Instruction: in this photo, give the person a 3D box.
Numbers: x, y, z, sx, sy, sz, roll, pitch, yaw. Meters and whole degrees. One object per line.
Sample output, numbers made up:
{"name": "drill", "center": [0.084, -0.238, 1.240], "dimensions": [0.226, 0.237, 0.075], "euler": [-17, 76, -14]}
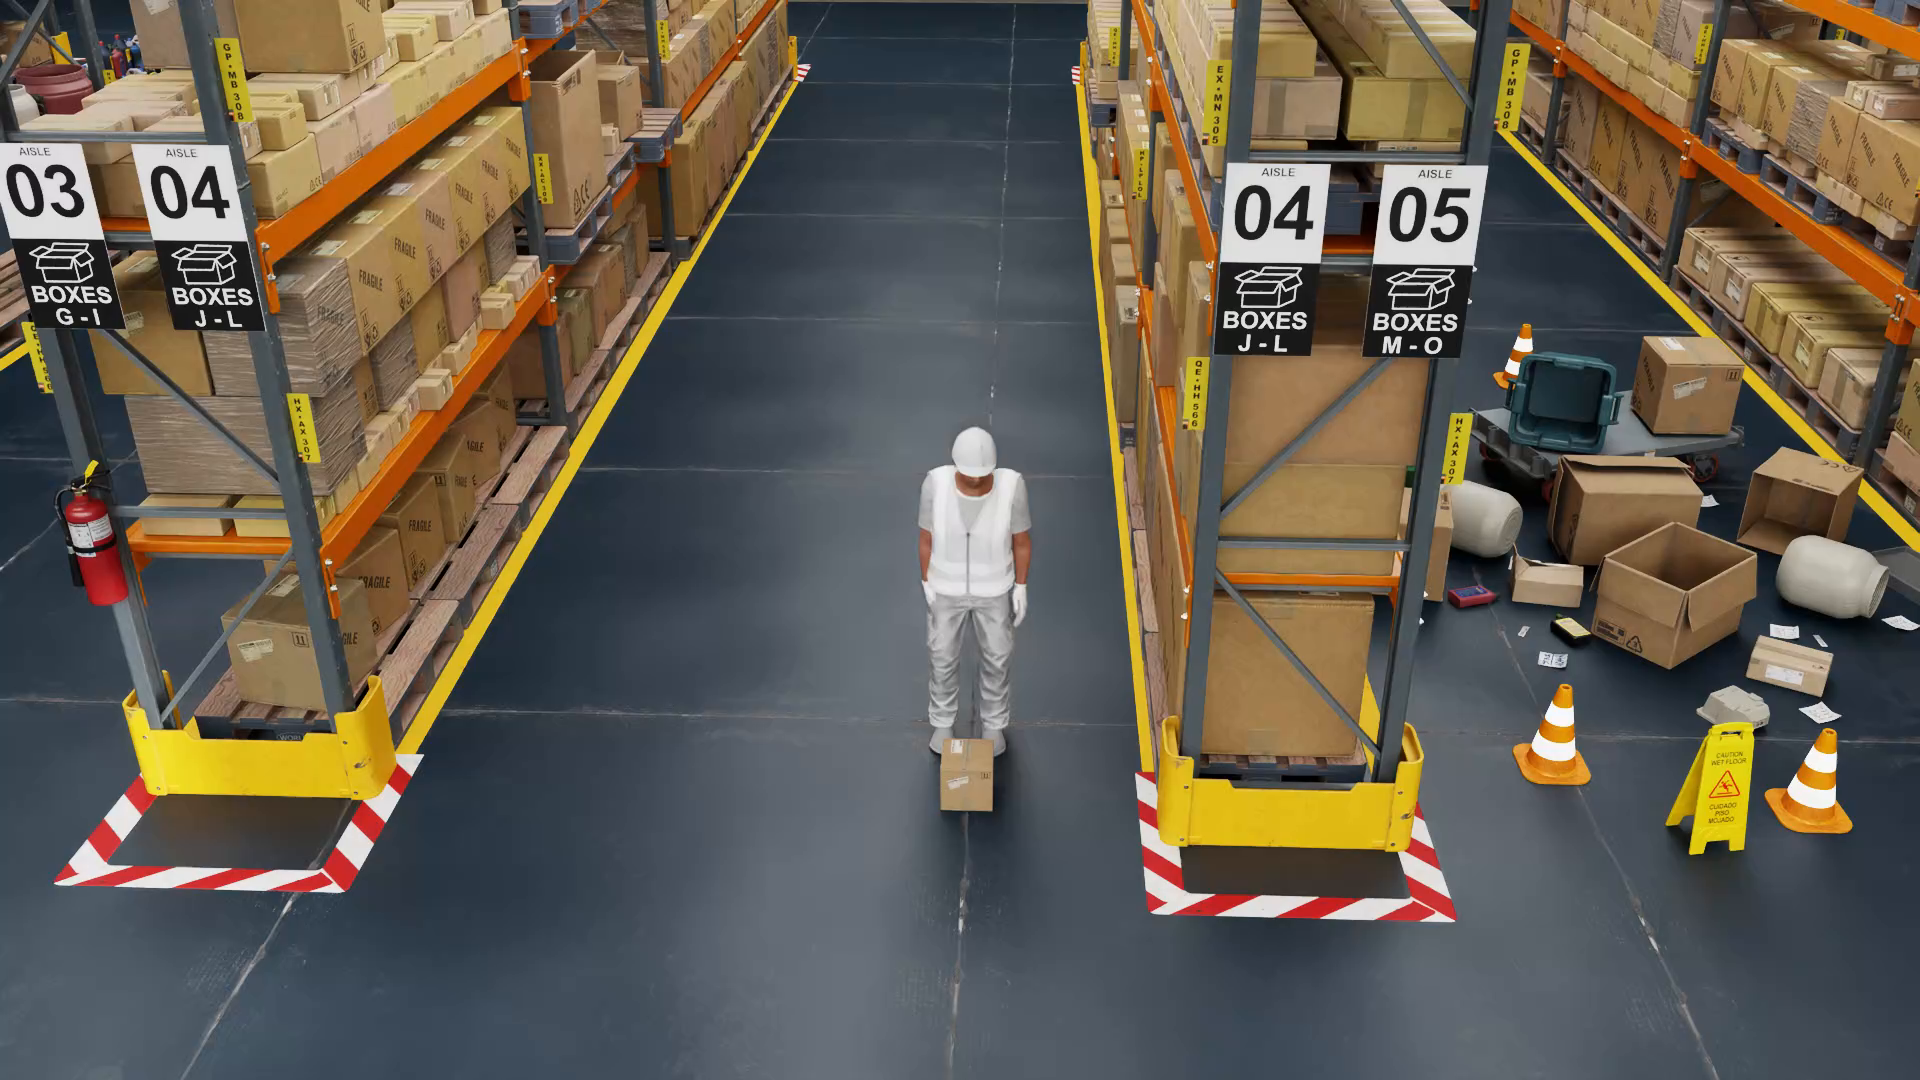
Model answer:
{"name": "person", "center": [0.070, 0.244, 8.155], "dimensions": [0.554, 1.769, 0.379], "euler": [1, 28, 3]}
